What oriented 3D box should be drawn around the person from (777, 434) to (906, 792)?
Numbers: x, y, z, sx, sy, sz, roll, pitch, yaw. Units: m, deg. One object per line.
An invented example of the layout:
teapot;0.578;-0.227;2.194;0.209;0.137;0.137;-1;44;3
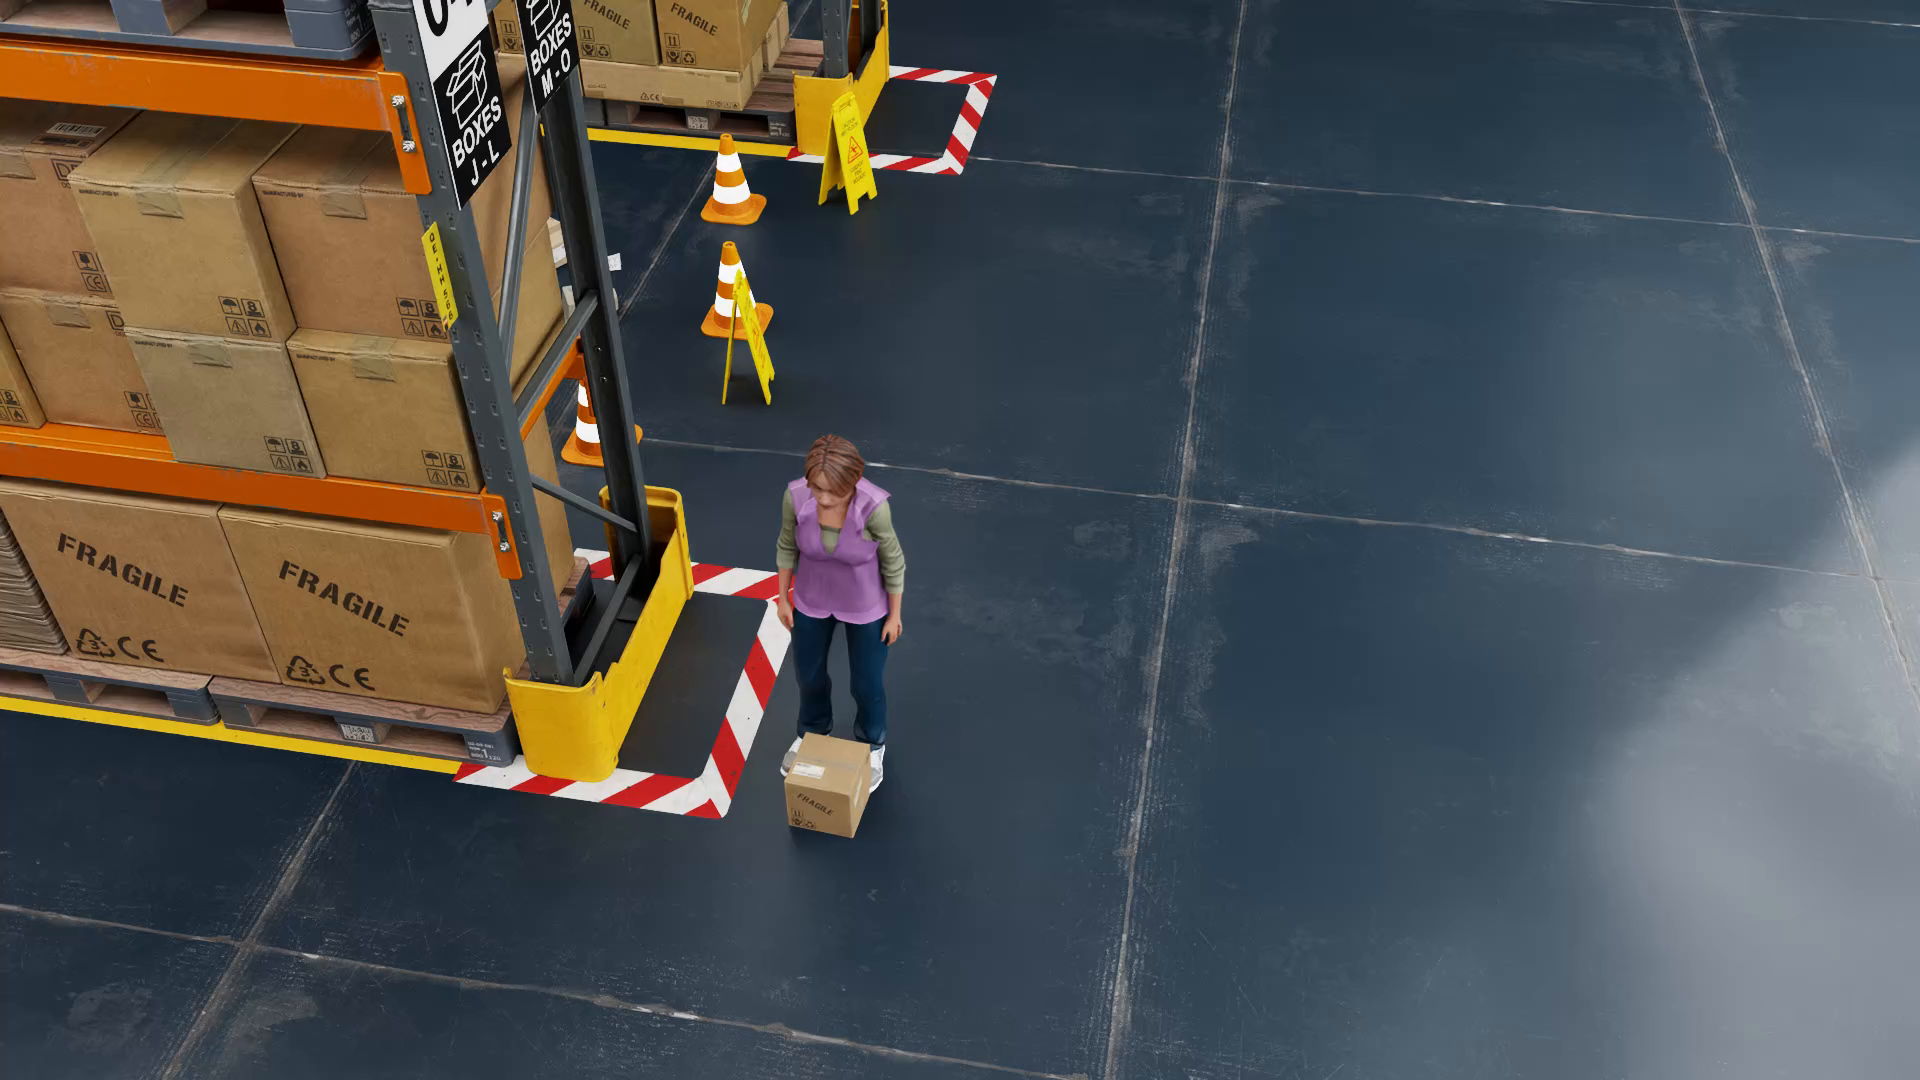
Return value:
person;-0.427;0.243;5.889;0.476;1.591;0.345;8;42;9
